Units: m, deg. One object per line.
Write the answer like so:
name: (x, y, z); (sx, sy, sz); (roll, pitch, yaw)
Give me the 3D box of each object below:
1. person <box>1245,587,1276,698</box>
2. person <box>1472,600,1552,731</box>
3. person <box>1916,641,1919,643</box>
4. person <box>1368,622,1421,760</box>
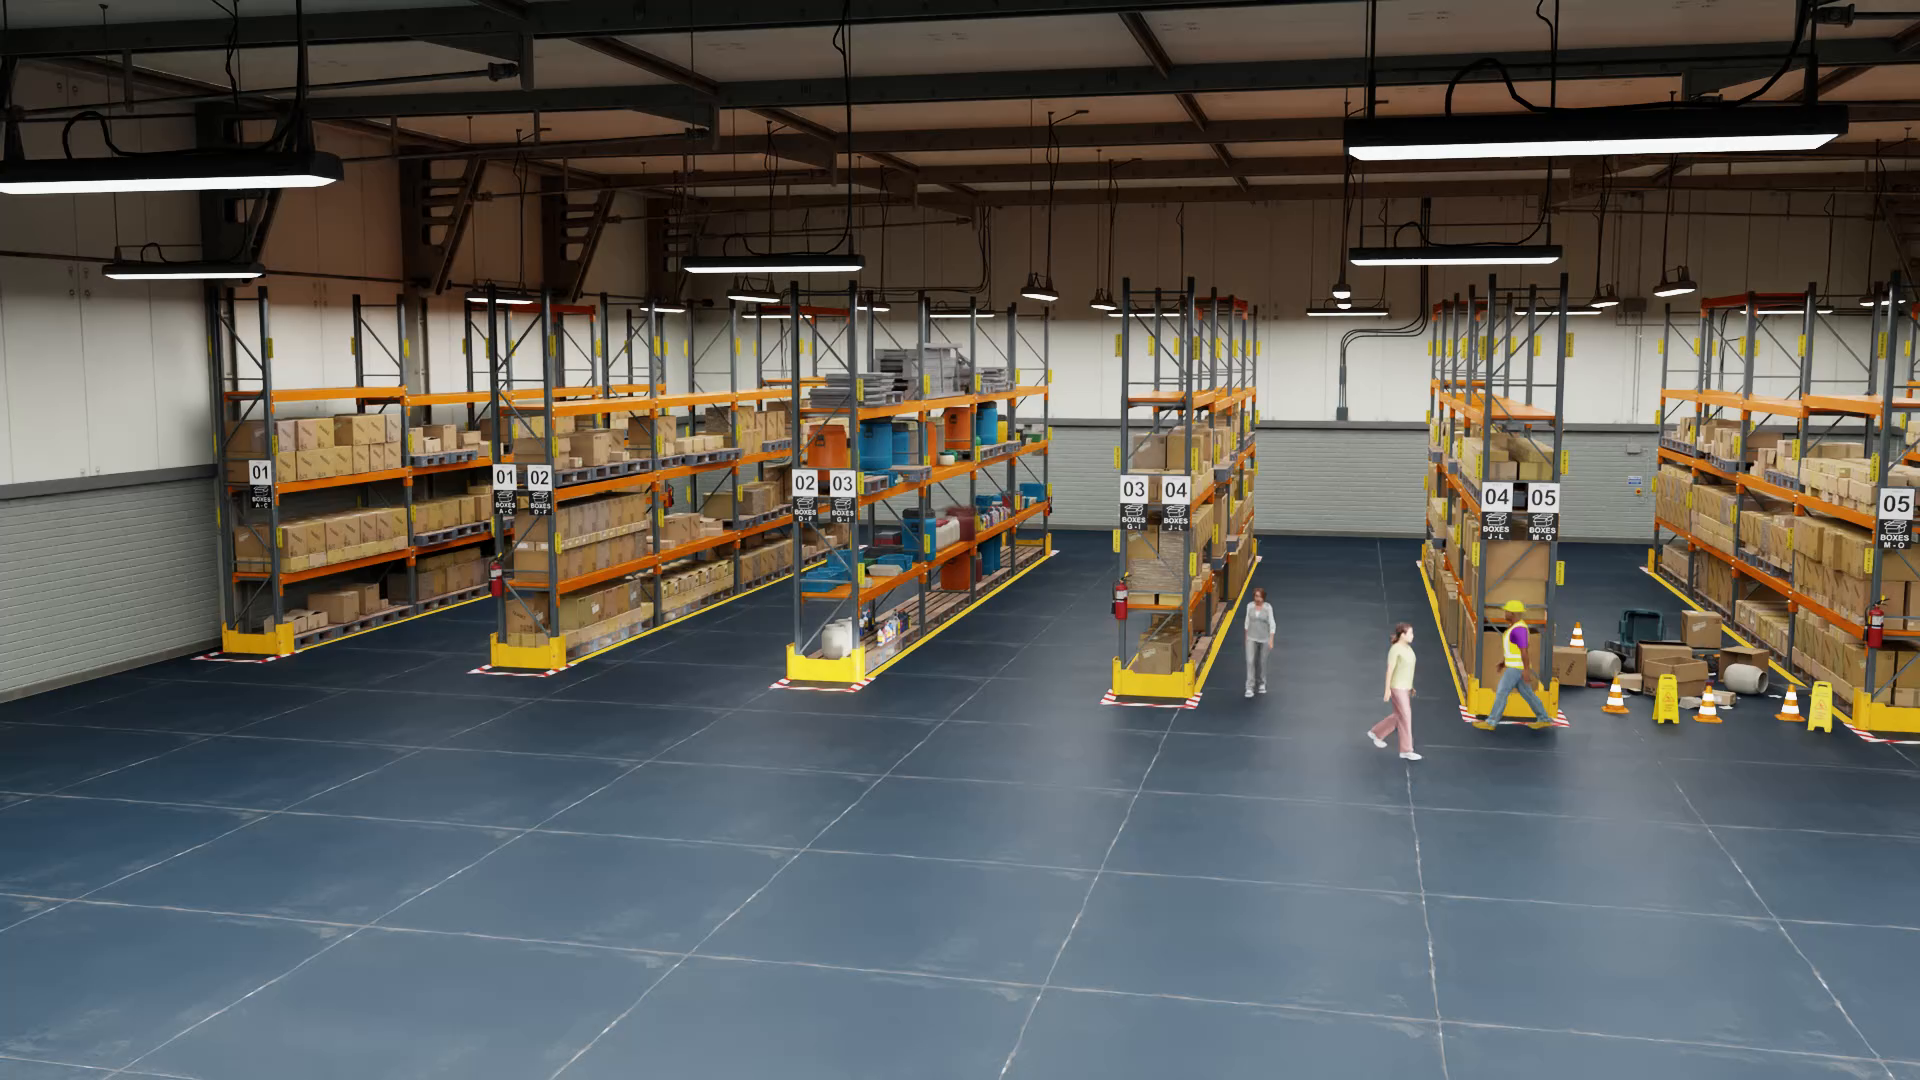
person: (4.312, 1.468, 23.956); (0.456, 1.564, 0.764); (2, 7, 17)
person: (7.245, 1.646, 21.762); (1.007, 1.727, 0.615); (2, 7, 15)
person: (15.431, 1.084, 26.949); (0.577, 1.673, 0.742); (0, 7, 4)
person: (5.398, 1.828, 20.527); (0.789, 1.653, 0.463); (5, 8, 36)
